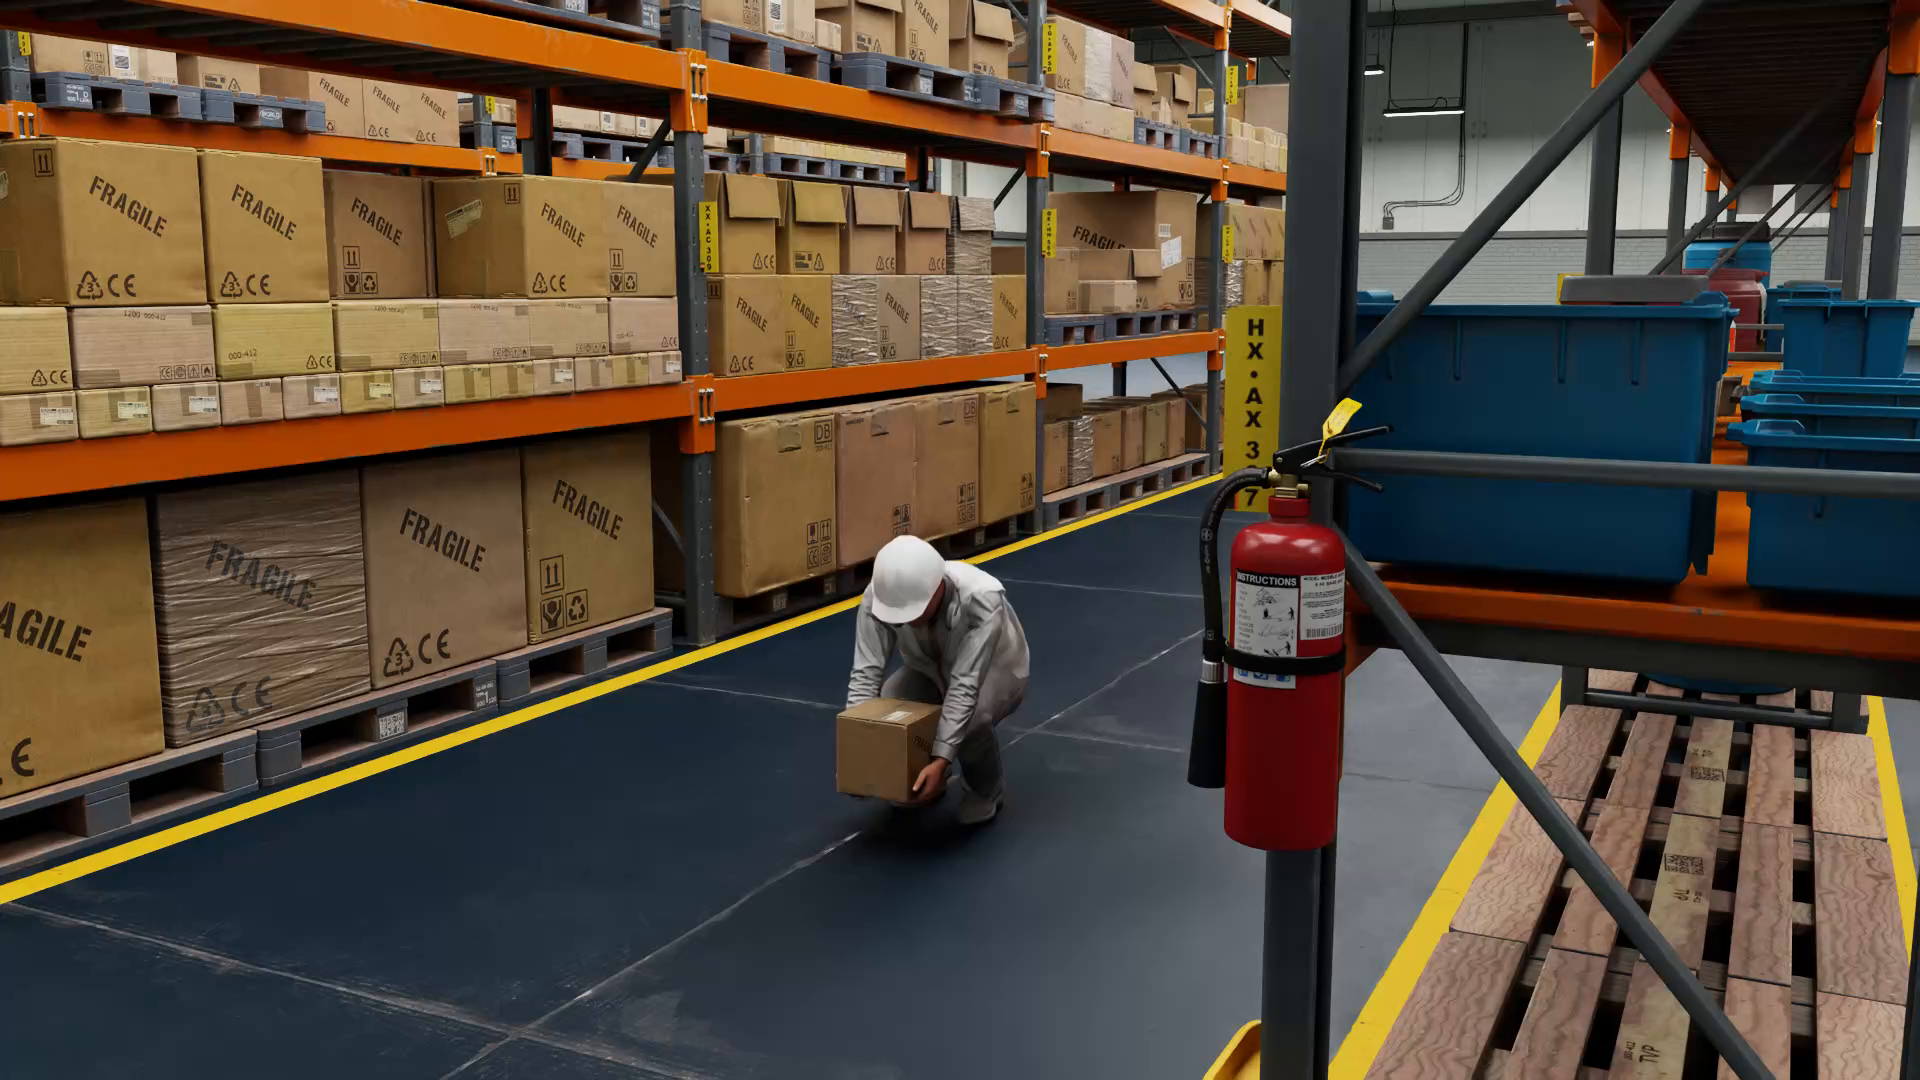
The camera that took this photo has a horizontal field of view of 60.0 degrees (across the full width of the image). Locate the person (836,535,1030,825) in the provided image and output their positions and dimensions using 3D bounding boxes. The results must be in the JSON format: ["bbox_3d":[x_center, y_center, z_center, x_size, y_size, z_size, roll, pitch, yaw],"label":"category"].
[{"bbox_3d":[-0.069,0.438,5.494,0.517,1.011,0.879,4,10,25],"label":"person"}]
